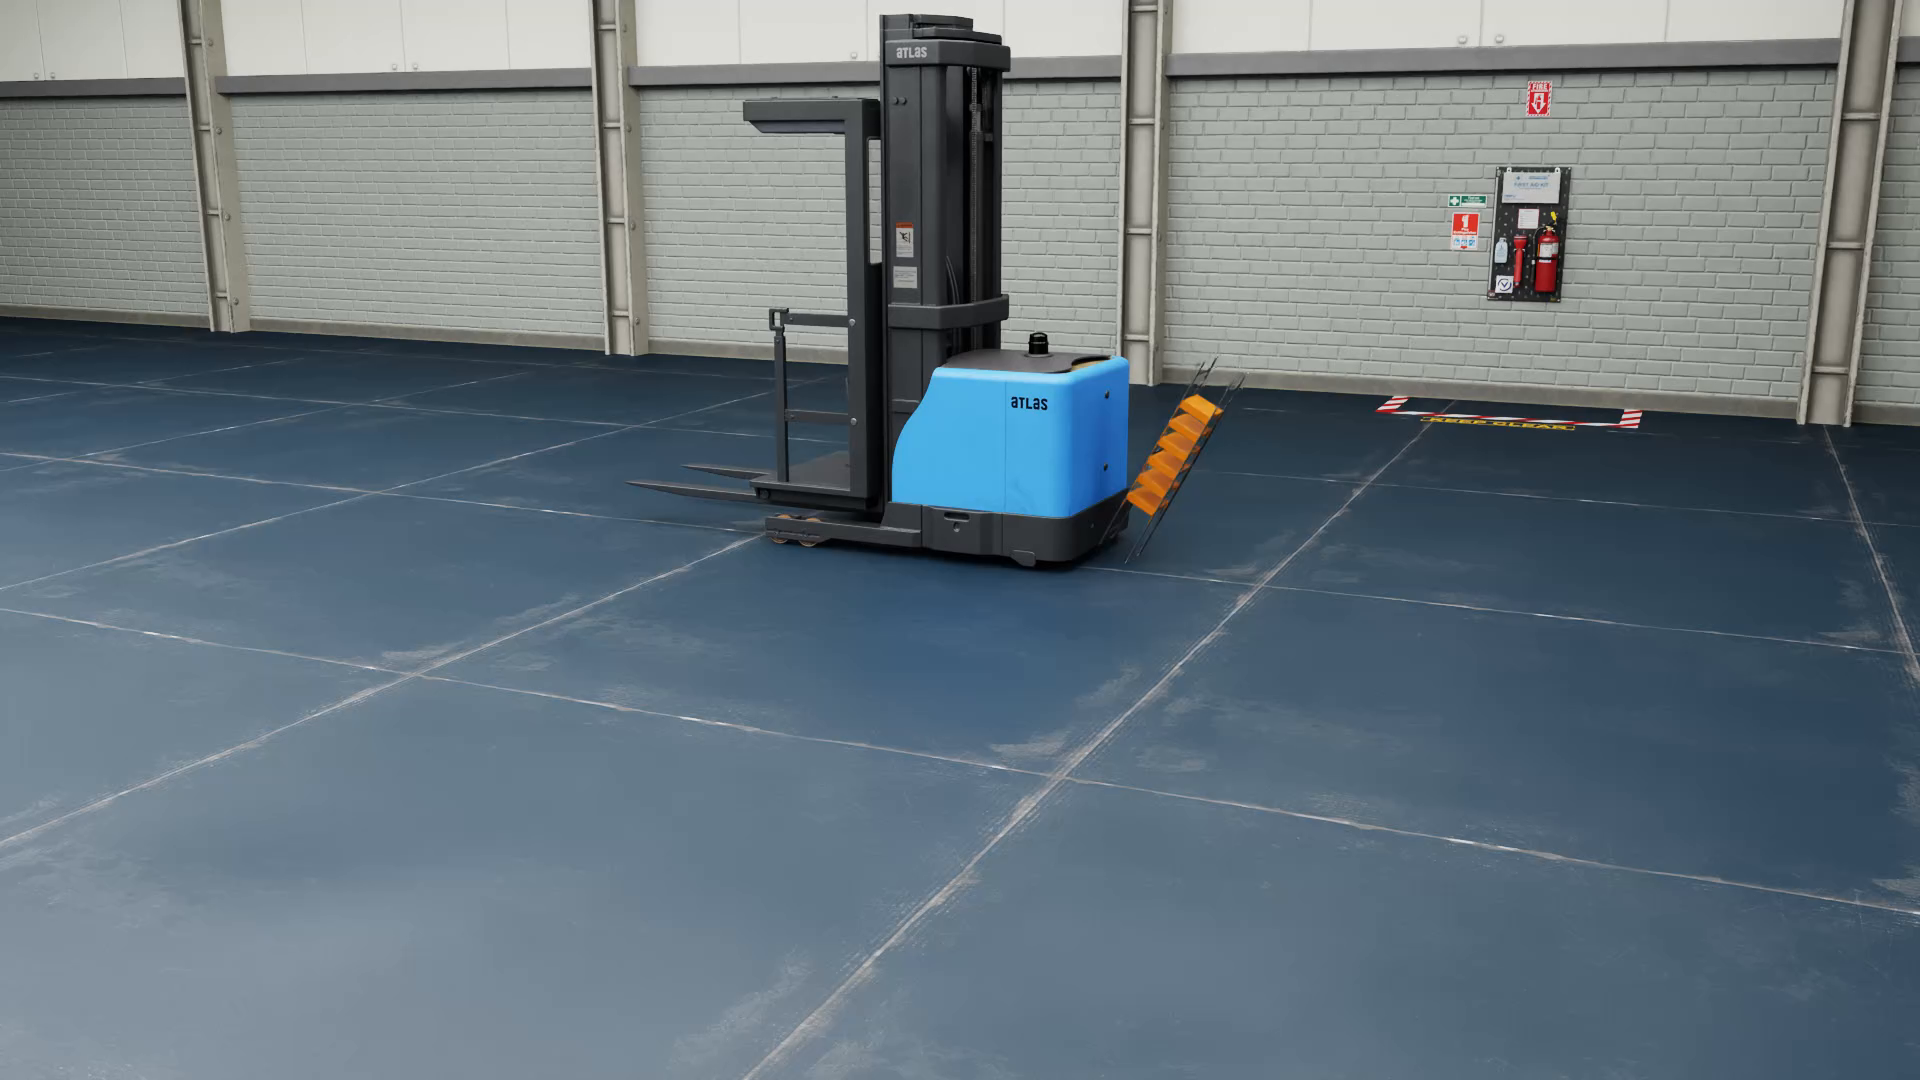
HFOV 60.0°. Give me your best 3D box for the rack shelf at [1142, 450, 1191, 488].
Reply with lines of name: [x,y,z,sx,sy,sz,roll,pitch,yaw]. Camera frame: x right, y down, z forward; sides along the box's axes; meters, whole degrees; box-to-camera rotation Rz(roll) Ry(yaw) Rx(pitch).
rack shelf: [1.134,-0.395,9.096,0.180,0.103,0.258,35,25,16]

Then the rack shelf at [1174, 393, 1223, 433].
rack shelf: [1.289,-0.686,8.950,0.180,0.103,0.258,35,25,16]

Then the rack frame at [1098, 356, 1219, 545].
rack frame: [1.081,-0.482,9.103,0.006,1.200,0.240,35,25,16]

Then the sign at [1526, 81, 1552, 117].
sign: [5.027,-3.831,14.440,0.199,0.298,0.001,6,14,23]

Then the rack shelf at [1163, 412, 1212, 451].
rack shelf: [1.237,-0.589,8.999,0.180,0.103,0.258,35,25,16]

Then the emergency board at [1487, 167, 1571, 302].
emergency board: [4.994,-2.681,14.613,0.643,1.169,0.194,6,14,23]

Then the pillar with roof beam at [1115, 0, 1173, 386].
pillar with roof beam: [0.009,-5.021,11.453,0.400,9.000,9.100,6,14,23]

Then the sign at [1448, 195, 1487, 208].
sign: [4.531,-3.026,14.848,0.331,0.109,0.001,6,14,23]

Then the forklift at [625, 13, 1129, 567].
forklift: [-0.569,-1.489,9.685,3.031,2.935,1.130,6,15,25]

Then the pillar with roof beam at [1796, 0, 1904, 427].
pillar with roof beam: [5.495,-4.466,9.087,0.400,9.000,9.100,6,14,23]

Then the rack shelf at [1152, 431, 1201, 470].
rack shelf: [1.186,-0.492,9.048,0.180,0.103,0.258,35,25,16]

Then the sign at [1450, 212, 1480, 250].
sign: [4.531,-2.771,14.919,0.234,0.329,0.001,6,14,23]

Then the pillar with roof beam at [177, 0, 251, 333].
pillar with roof beam: [-10.963,-6.131,16.185,0.400,9.000,9.100,6,14,23]

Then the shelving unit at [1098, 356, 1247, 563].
shelving unit: [1.153,-0.431,9.078,0.189,1.200,0.258,35,25,16]

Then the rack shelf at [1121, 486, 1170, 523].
rack shelf: [1.031,-0.202,9.194,0.180,0.103,0.258,35,25,16]

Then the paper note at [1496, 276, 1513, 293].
paper note: [4.861,-2.283,14.845,0.142,0.148,0.016,6,14,23]

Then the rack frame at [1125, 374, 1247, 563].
rack frame: [1.225,-0.381,9.054,0.006,1.200,0.240,35,25,16]

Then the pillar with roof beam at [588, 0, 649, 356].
pillar with roof beam: [-5.477,-5.576,13.819,0.400,9.000,9.100,6,14,23]

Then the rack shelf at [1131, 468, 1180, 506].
rack shelf: [1.083,-0.299,9.145,0.180,0.103,0.258,35,25,16]
